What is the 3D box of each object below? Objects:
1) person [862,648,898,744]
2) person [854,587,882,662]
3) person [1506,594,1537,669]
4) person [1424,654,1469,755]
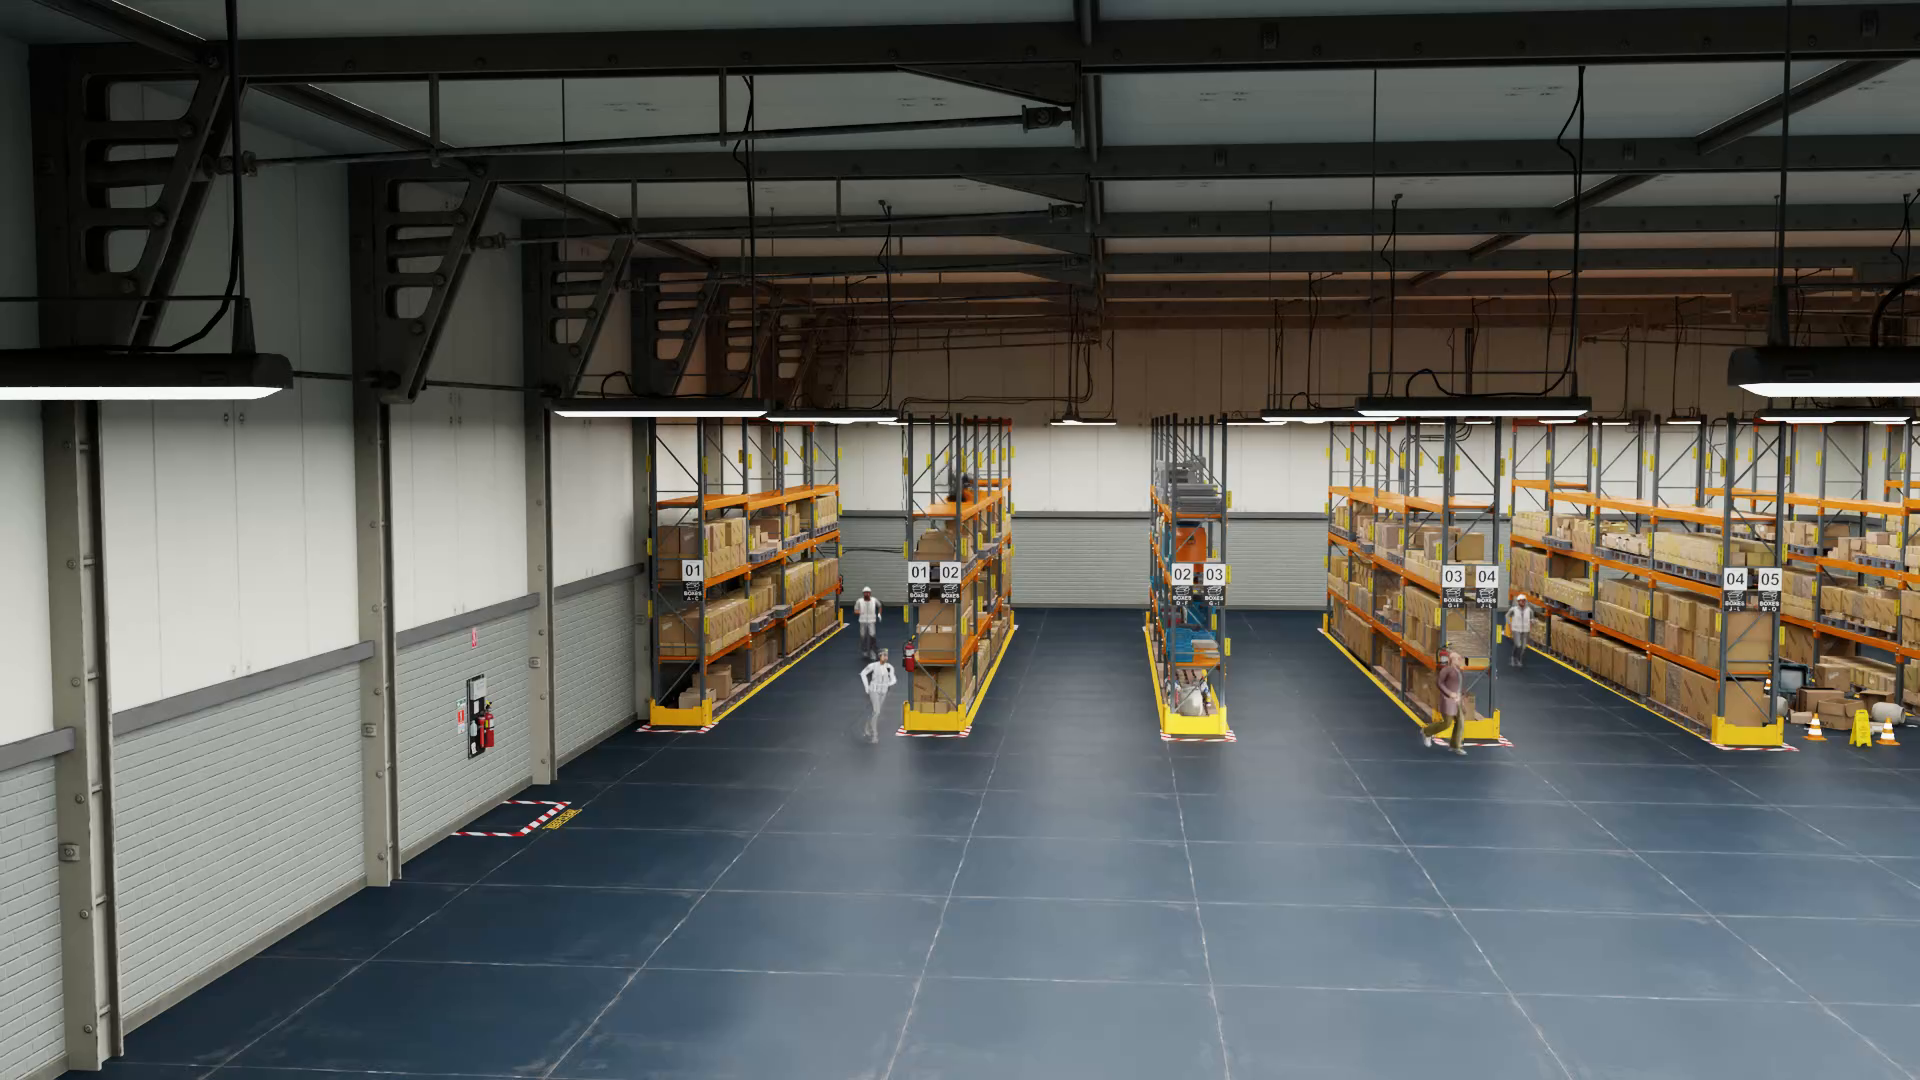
[{"bbox_3d":[-1.451,2.838,30.564,0.591,1.719,0.753,-2,4,-31],"label":"person"},{"bbox_3d":[-2.280,2.073,41.010,0.676,1.842,0.762,0,4,-1],"label":"person"},{"bbox_3d":[13.401,2.179,39.616,0.656,1.786,0.724,0,4,3],"label":"person"},{"bbox_3d":[8.730,2.883,29.493,0.764,1.746,0.807,-4,5,-44],"label":"person"}]
